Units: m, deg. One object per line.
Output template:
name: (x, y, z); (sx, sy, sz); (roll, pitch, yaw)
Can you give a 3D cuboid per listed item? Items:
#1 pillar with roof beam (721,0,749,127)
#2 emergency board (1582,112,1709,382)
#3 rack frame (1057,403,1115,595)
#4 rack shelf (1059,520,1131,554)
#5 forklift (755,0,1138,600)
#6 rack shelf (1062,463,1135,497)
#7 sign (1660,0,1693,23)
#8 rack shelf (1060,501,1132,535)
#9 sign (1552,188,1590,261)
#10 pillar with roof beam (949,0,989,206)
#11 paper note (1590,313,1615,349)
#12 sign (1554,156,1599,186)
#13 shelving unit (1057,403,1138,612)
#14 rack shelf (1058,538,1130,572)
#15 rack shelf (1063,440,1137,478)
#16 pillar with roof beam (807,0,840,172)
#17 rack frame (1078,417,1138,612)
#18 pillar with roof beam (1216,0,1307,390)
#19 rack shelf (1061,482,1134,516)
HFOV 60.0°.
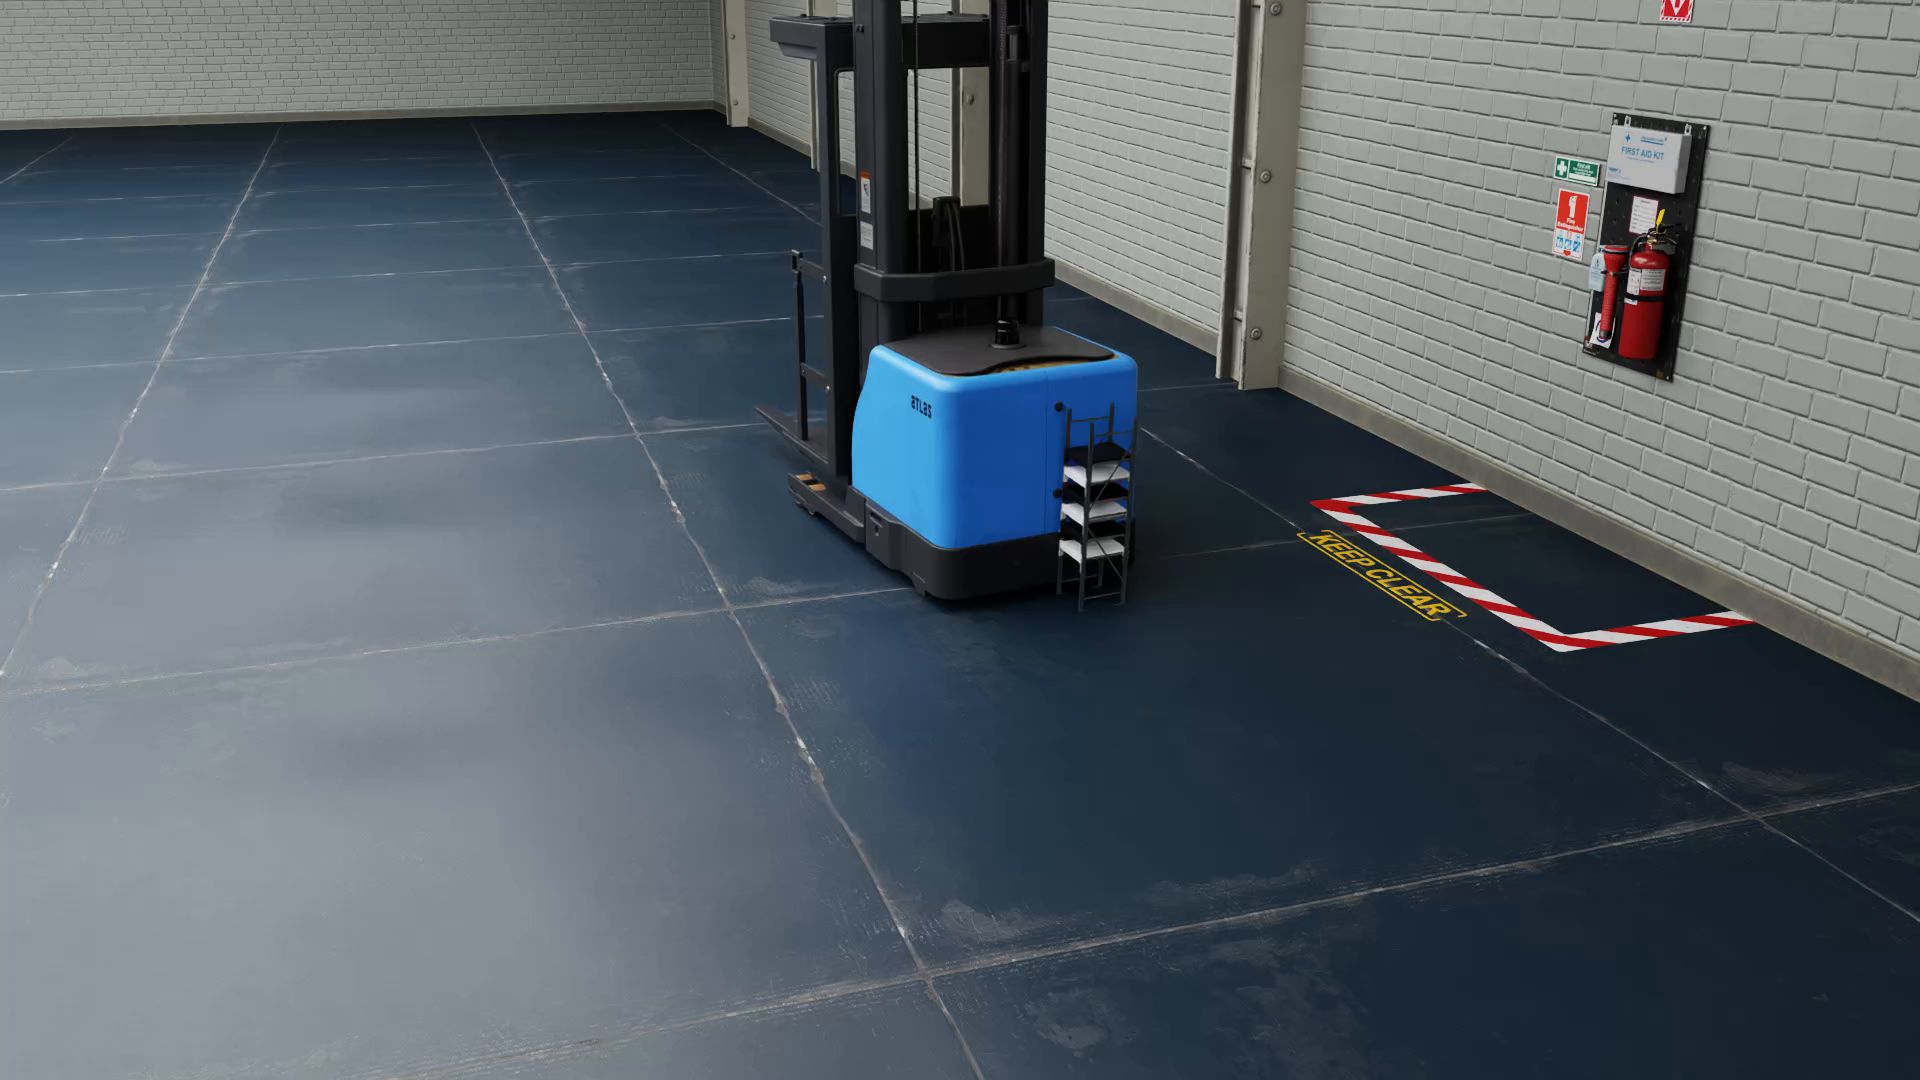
pillar with roof beam: (-7.756, -10.647, 24.746); (9.100, 9.000, 0.400); (-6, 21, -17)
emergency board: (3.133, -1.376, 7.810); (0.194, 1.169, 0.643); (-6, 21, -17)
rack frame: (0.568, -0.180, 7.548); (0.240, 0.900, 0.006); (-9, 25, -24)
rack shelf: (0.609, -0.029, 7.512); (0.258, 0.077, 0.200); (-9, 25, -24)
forklift: (-0.272, -1.569, 8.448); (1.130, 2.935, 3.031); (-9, 22, -24)
rack shelf: (0.616, -0.277, 7.406); (0.258, 0.077, 0.200); (-9, 25, -24)
sign: (3.225, -2.480, 7.455); (0.001, 0.298, 0.199); (-6, 21, -17)
rack shelf: (0.611, -0.112, 7.477); (0.258, 0.077, 0.200); (-9, 25, -24)
sign: (3.058, -1.581, 8.328); (0.001, 0.329, 0.234); (-6, 21, -17)
pillar with roof beam: (-3.985, -6.796, 14.024); (9.100, 9.000, 0.400); (-6, 21, -17)
paper note: (3.143, -1.026, 8.137); (0.016, 0.148, 0.142); (-6, 21, -17)
sign: (3.051, -1.828, 8.232); (0.001, 0.109, 0.331); (-6, 21, -17)
shelving unit: (0.612, -0.143, 7.464); (0.258, 0.900, 0.210); (-9, 25, -24)
rack shelf: (0.606, 0.054, 7.547); (0.258, 0.077, 0.200); (-9, 25, -24)
rack shelf: (0.619, -0.360, 7.371); (0.258, 0.077, 0.200); (-9, 25, -24)
pillar with roof beam: (-5.870, -8.721, 19.385); (9.100, 9.000, 0.400); (-6, 21, -17)
rack frame: (0.656, -0.105, 7.380); (0.240, 0.900, 0.006); (-9, 25, -24)
pillar with roof beam: (-2.099, -4.870, 8.664); (9.100, 9.000, 0.400); (-6, 21, -17)
rack shelf: (0.614, -0.195, 7.442); (0.258, 0.077, 0.200); (-9, 25, -24)
